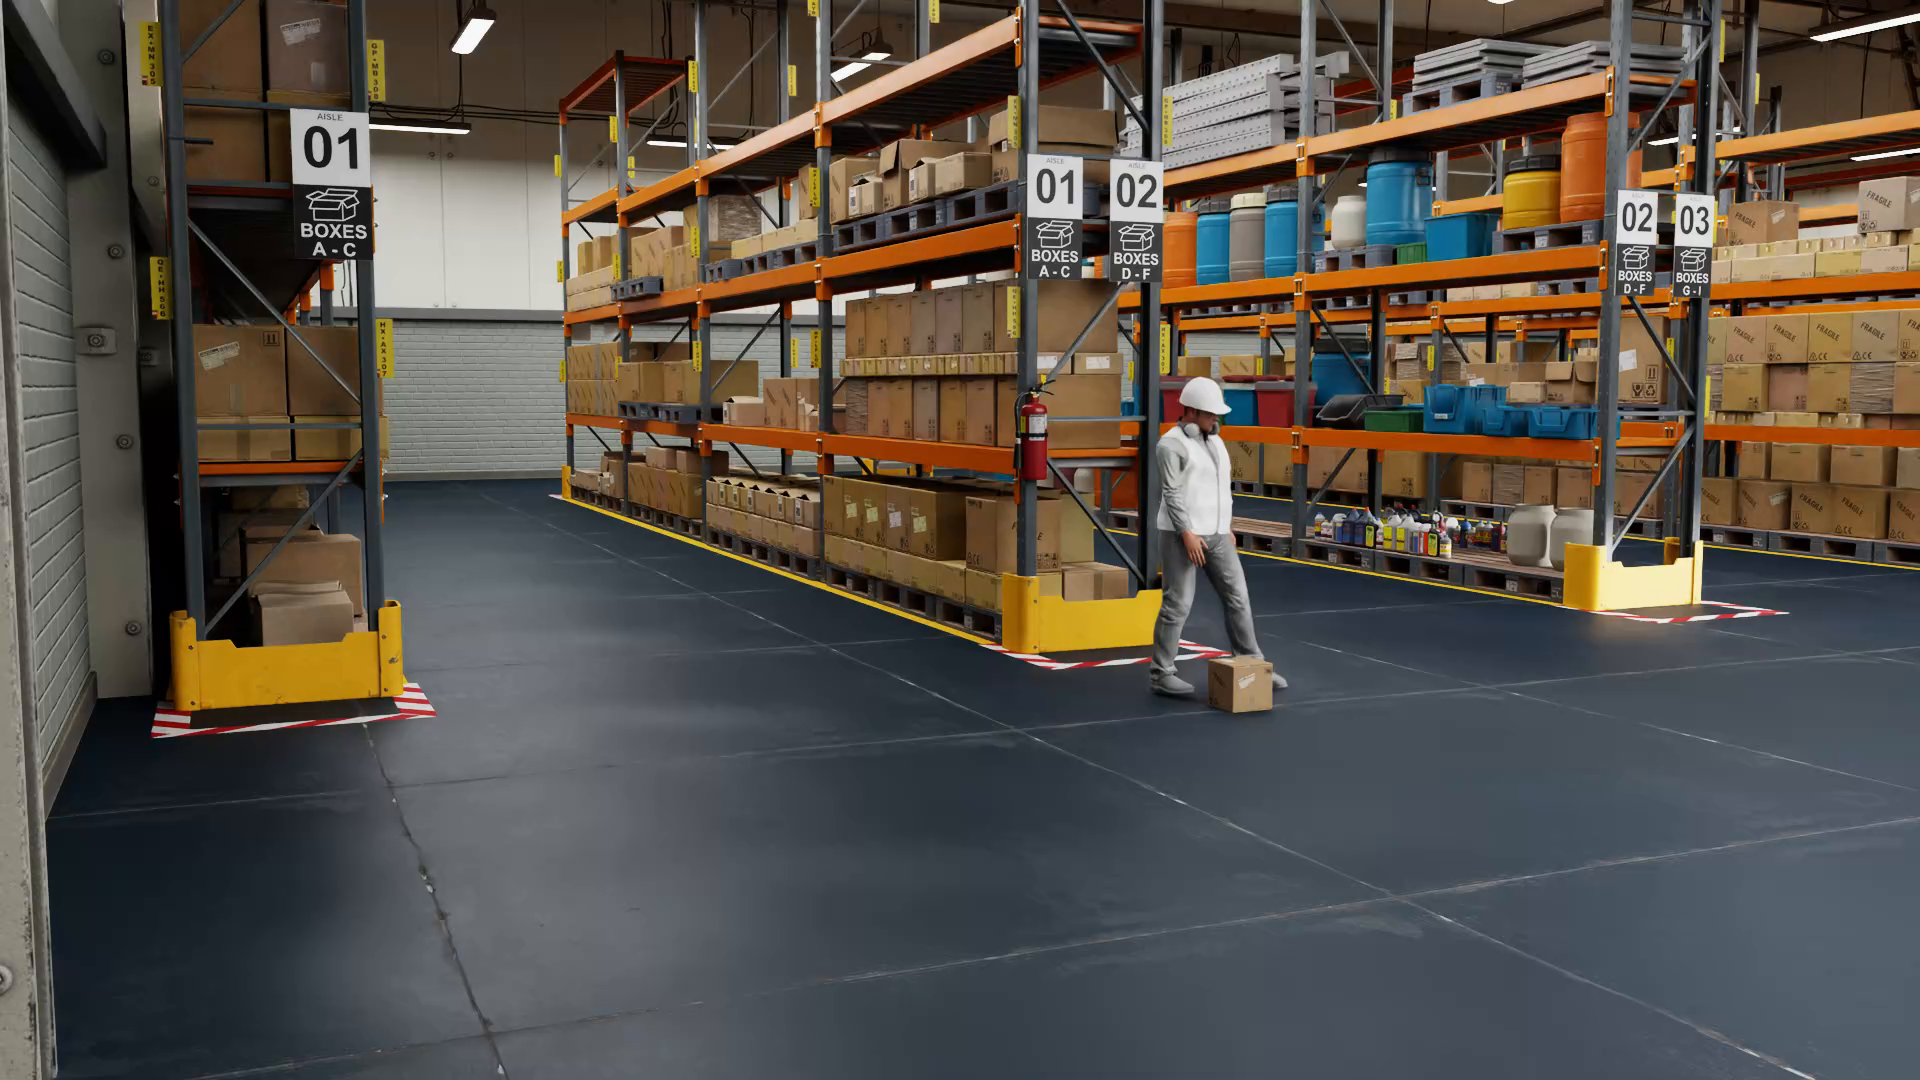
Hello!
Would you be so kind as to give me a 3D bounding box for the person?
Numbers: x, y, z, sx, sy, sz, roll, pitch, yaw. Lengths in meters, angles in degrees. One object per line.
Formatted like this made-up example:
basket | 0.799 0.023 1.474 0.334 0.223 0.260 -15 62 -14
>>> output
person | 1.443 -0.031 9.323 0.713 1.758 0.533 -4 7 -40
